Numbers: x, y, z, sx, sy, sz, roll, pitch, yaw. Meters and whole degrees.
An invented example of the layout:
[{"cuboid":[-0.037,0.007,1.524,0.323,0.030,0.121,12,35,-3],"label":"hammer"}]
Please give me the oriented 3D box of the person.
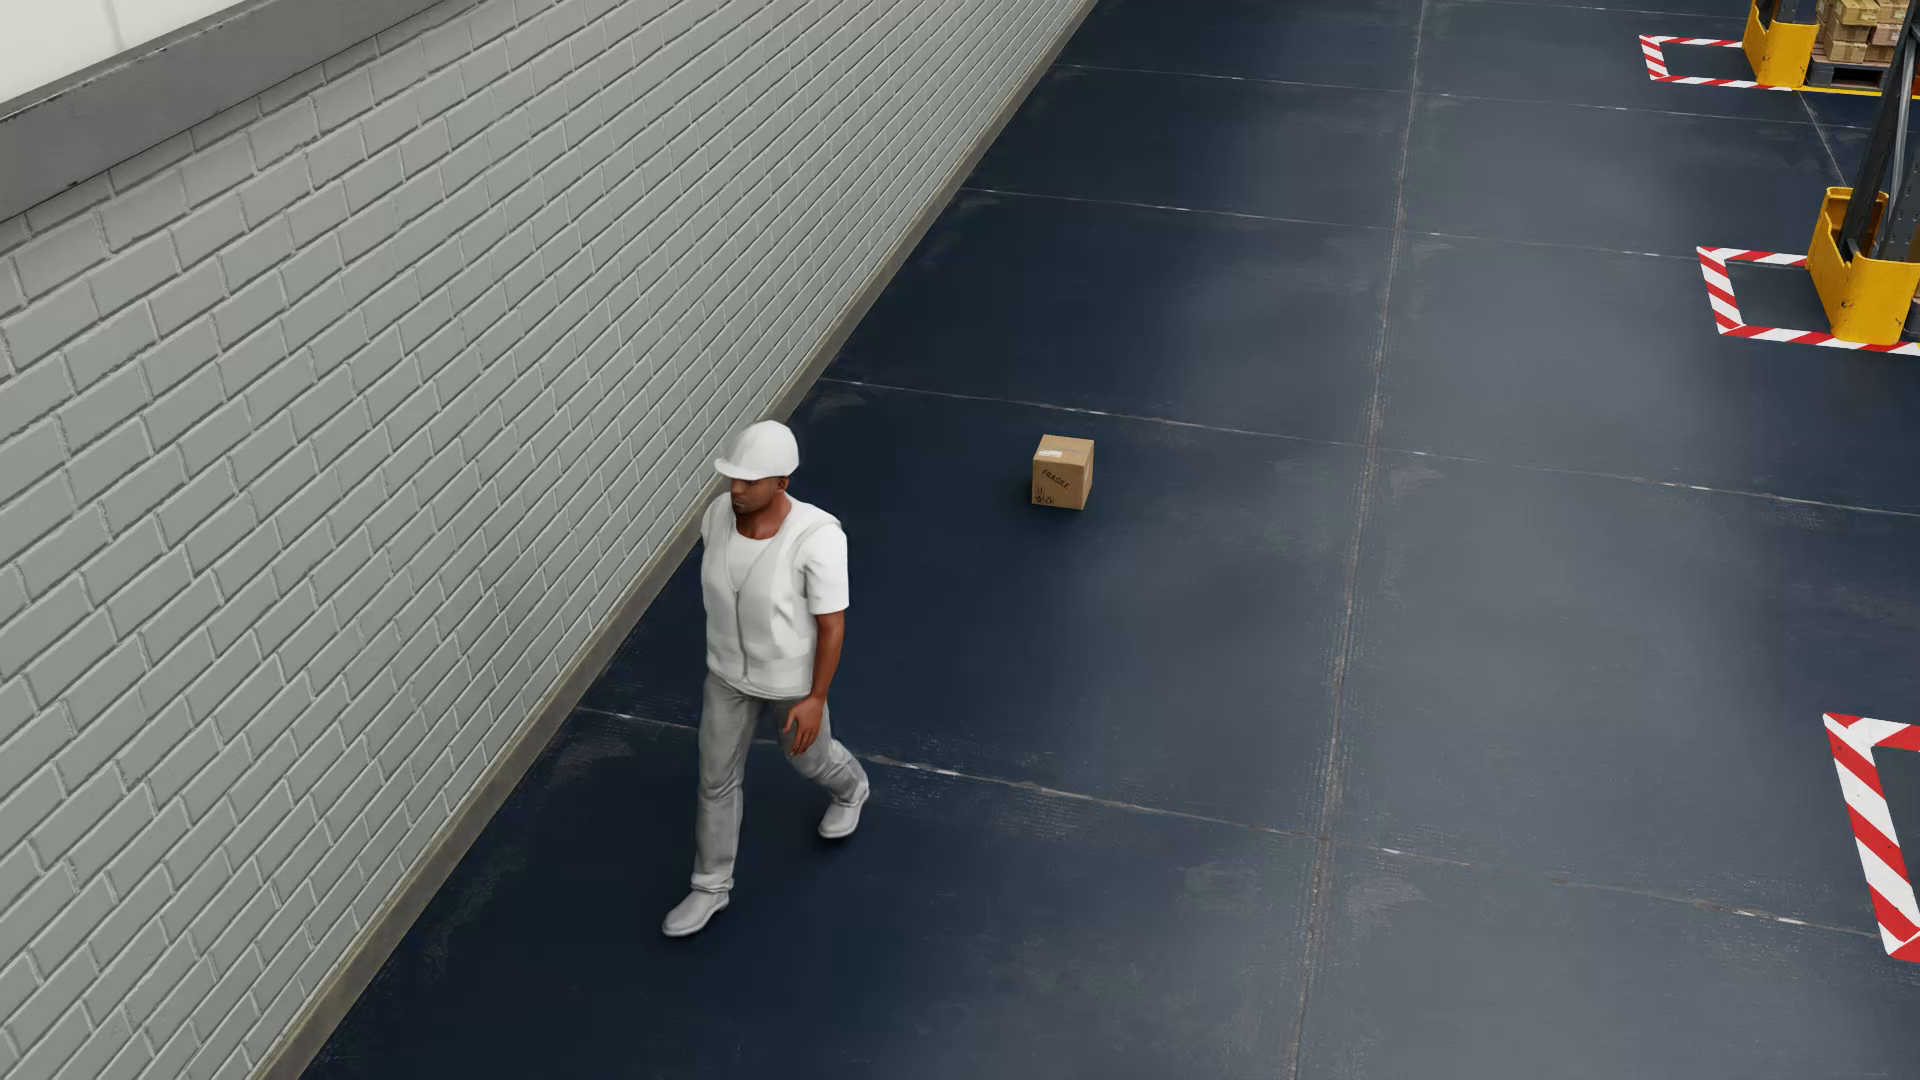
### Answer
[{"cuboid":[-0.651,0.451,5.419,0.569,1.729,0.937,13,35,20],"label":"person"}]
